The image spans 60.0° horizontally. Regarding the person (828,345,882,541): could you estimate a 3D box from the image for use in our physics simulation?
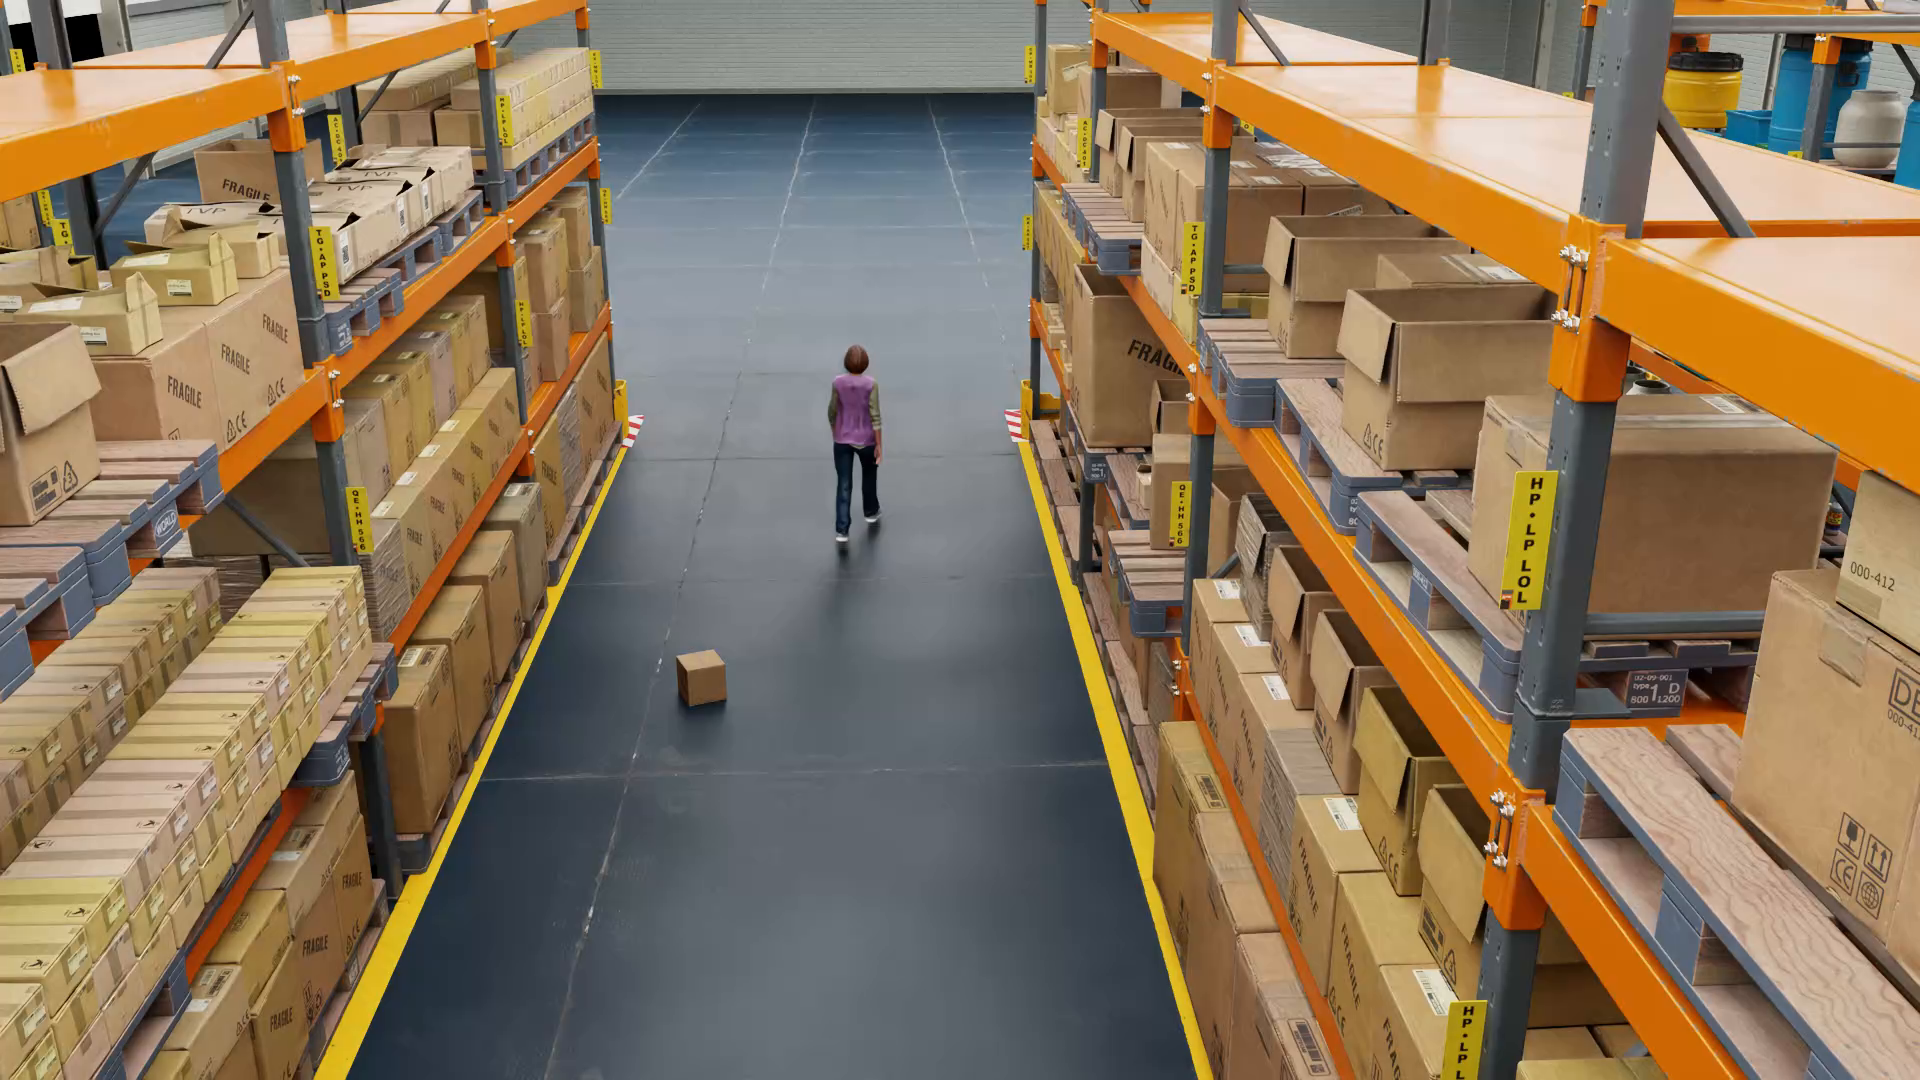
[{"bbox_3d":[-0.827,-0.801,13.192,0.449,1.545,0.922,2,21,4],"label":"person"}]
